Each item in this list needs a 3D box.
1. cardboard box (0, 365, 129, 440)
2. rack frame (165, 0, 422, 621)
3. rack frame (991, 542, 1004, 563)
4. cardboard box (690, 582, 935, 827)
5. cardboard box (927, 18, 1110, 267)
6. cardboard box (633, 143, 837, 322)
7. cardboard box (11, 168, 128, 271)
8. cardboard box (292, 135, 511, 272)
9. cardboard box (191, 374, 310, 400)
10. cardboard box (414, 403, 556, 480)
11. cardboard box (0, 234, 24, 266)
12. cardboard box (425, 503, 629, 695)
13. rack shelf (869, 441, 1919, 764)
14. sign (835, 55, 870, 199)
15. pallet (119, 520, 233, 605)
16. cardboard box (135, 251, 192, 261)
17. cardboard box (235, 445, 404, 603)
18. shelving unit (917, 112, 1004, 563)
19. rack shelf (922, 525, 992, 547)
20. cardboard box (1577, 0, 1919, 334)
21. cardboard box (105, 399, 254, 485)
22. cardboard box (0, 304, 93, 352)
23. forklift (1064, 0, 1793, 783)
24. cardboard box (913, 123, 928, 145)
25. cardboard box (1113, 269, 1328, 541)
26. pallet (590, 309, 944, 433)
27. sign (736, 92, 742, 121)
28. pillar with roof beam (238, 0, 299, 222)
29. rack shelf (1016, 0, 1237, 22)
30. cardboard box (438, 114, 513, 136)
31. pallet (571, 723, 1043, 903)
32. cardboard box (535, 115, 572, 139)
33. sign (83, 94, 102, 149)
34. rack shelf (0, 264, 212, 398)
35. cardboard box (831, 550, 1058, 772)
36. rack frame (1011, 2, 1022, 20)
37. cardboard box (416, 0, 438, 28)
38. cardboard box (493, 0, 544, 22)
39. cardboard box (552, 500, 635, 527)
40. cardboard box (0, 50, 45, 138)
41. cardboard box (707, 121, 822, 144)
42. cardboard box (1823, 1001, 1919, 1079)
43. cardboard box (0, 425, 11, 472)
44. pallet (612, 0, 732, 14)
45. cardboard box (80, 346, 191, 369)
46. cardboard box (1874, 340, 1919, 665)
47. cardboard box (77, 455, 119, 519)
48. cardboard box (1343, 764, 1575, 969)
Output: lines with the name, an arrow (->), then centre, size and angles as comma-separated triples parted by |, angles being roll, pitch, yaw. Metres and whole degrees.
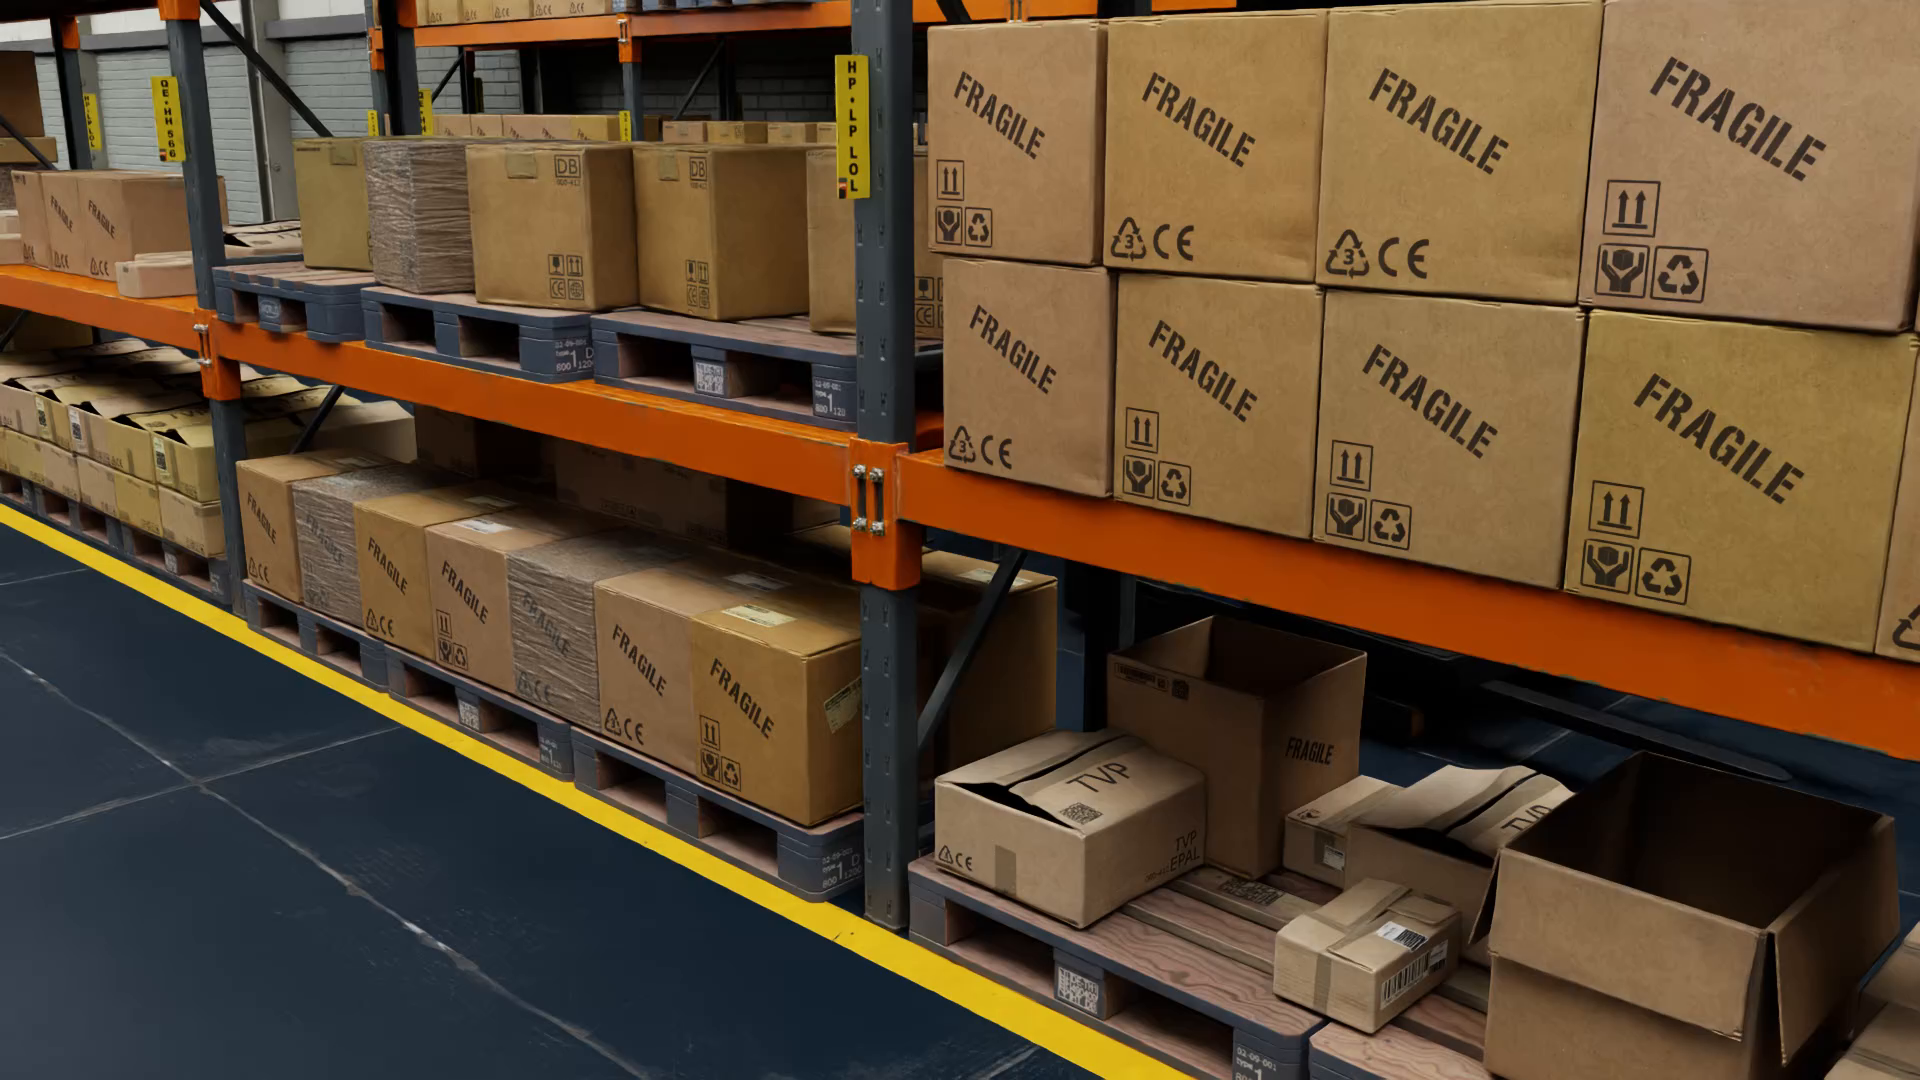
cardboard box -> -4.772, -0.753, 8.883 | 0.500, 0.311, 0.500 | 13, 19, 40
rack frame -> -2.747, -1.206, 7.111 | 0.127, 3.000, 1.000 | 14, 20, 42
rack frame -> 0.295, -0.944, 7.892 | 0.015, 2.100, 0.400 | 14, 20, 42
cardboard box -> -0.422, 0.457, 4.816 | 0.500, 0.500, 0.500 | 14, 20, 42
cardboard box -> 0.276, -0.905, 3.773 | 0.500, 0.500, 0.500 | -14, 20, -43
cardboard box -> -0.593, -0.990, 5.250 | 0.700, 0.500, 0.500 | -11, 18, -35
cardboard box -> -4.706, -1.725, 8.904 | 0.500, 0.500, 0.500 | -13, 19, -40
cardboard box -> -2.216, -1.368, 6.701 | 0.500, 0.500, 0.700 | 7, 16, 24
cardboard box -> -3.670, -0.675, 8.581 | 0.500, 0.311, 0.500 | 13, 19, 41
cardboard box -> -1.868, -0.442, 6.777 | 0.500, 0.250, 0.500 | -14, 20, -42
cardboard box -> -5.131, -1.592, 9.092 | 0.250, 0.149, 0.380 | 14, 20, 42
cardboard box -> -1.500, 0.192, 5.831 | 0.500, 0.500, 0.500 | 13, 19, 40
rack shelf -> 1.572, 0.192, 3.172 | 4.000, 0.370, 1.077 | 14, 20, 42
sign -> -0.251, -0.965, 3.889 | 0.005, 0.325, 0.100 | 14, 20, 42
pallet -> -3.313, -0.008, 8.043 | 1.213, 0.211, 1.003 | 14, 20, 42
cardboard box -> -3.705, -1.297, 7.960 | 0.380, 0.149, 0.250 | -13, 19, -40
cardboard box -> -2.618, -0.078, 6.866 | 0.500, 0.500, 0.500 | -13, 20, -42
shelving unit -> 0.119, -0.987, 8.056 | 0.503, 2.100, 0.431 | 14, 20, 42
rack shelf -> 0.119, -0.297, 8.236 | 0.480, 0.518, 0.431 | 14, 20, 42
cardboard box -> 1.390, -0.634, 2.735 | 0.500, 0.500, 0.500 | -14, 20, -42
cardboard box -> -3.674, -0.487, 7.859 | 0.500, 0.311, 0.500 | 13, 20, 41
cardboard box -> -5.743, -1.279, 10.526 | 0.500, 0.500, 0.500 | 14, 20, 42
forklift -> 1.740, -0.852, 5.890 | 1.130, 2.935, 3.031 | -11, 18, -36
cardboard box -> -0.078, -2.540, 11.161 | 0.500, 0.500, 0.700 | 11, 18, 37
cardboard box -> 0.681, -0.327, 3.538 | 0.500, 0.500, 0.500 | 14, 20, 43
pallet -> -0.367, -0.573, 5.061 | 1.213, 0.211, 1.003 | 14, 20, 42
sign -> -1.809, -3.467, 13.494 | 0.005, 0.325, 0.100 | 14, 20, 42
pillar with roof beam -> -11.274, -6.712, 16.345 | 0.400, 9.000, 9.100 | 14, 20, 42
rack shelf -> 2.128, -2.859, 8.933 | 4.000, 0.370, 1.077 | 14, 20, 42
cardboard box -> -4.219, -3.488, 14.639 | 0.500, 0.500, 0.500 | 13, 19, 40
pallet -> -0.480, 0.708, 5.296 | 1.213, 0.211, 1.003 | 14, 20, 42
cardboard box -> -3.109, -3.219, 13.606 | 0.500, 0.500, 0.500 | 14, 20, 42
sign -> -5.257, -2.528, 10.046 | 0.005, 0.325, 0.100 | 14, 20, 42
rack shelf -> -4.187, -1.208, 8.545 | 4.000, 0.370, 1.077 | 14, 20, 42
cardboard box -> -0.047, 0.362, 5.179 | 0.500, 0.500, 0.500 | 13, 19, 40
rack frame -> 0.688, -2.106, 10.564 | 0.127, 3.000, 1.000 | 14, 20, 42
cardboard box -> -4.642, -4.811, 14.760 | 0.500, 0.500, 0.500 | -13, 19, -41
cardboard box -> -3.507, -4.540, 13.719 | 0.500, 0.500, 0.500 | 13, 19, 40
cardboard box -> -1.157, 0.093, 6.210 | 0.500, 0.500, 0.500 | 13, 19, 40
cardboard box -> -5.951, -2.659, 9.915 | 0.500, 0.500, 0.700 | 14, 20, 42
cardboard box -> -1.451, -2.873, 12.437 | 0.700, 0.500, 0.500 | -12, 19, -39
cardboard box -> 1.786, 1.090, 2.881 | 0.500, 0.250, 0.500 | 14, 20, 42
cardboard box -> -5.141, -0.573, 9.304 | 0.500, 0.250, 0.500 | -14, 20, -43
pallet -> -1.821, -4.039, 12.408 | 1.003, 0.211, 1.213 | 14, 20, 42
cardboard box -> -4.757, -0.941, 9.603 | 0.500, 0.311, 0.500 | -14, 20, -43
cardboard box -> 1.769, -0.062, 2.521 | 0.500, 0.500, 0.500 | 14, 20, 43
cardboard box -> -4.029, -0.304, 8.272 | 0.500, 0.250, 0.500 | -14, 20, -43
cardboard box -> 1.279, 0.762, 4.019 | 0.500, 0.311, 0.500 | 14, 20, 42
